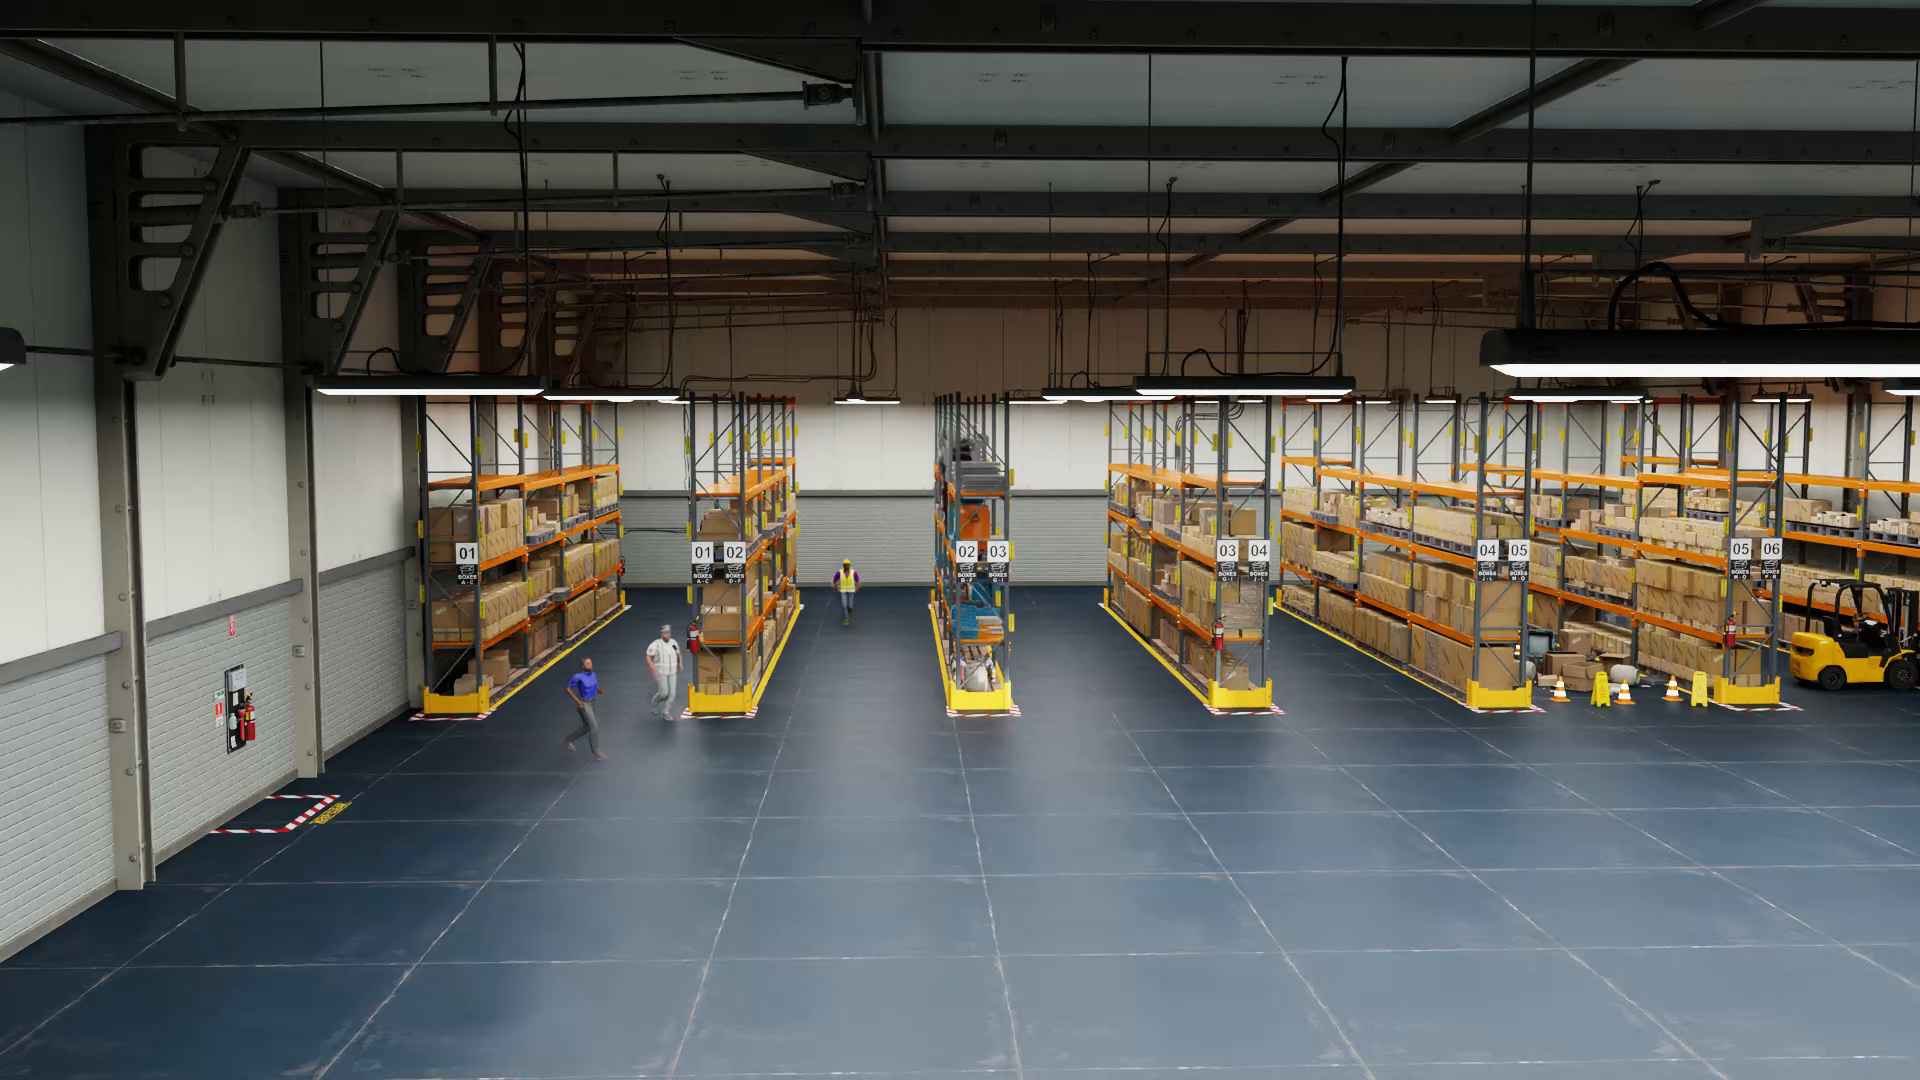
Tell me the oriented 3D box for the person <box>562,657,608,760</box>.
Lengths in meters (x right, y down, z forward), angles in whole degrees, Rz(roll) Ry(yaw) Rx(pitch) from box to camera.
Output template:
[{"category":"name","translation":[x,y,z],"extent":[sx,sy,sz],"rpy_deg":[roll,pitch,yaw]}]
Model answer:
[{"category":"person","translation":[-6.110,2.731,27.136],"extent":[0.843,1.671,0.569],"rpy_deg":[2,5,22]}]

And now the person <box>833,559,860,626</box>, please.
[{"category":"person","translation":[-2.983,1.370,43.708],"extent":[0.701,1.732,0.680],"rpy_deg":[-1,5,-7]}]

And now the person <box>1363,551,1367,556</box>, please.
[{"category":"person","translation":[11.344,1.162,46.454],"extent":[0.555,1.714,0.806],"rpy_deg":[-1,5,-10]}]

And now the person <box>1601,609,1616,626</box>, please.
[{"category":"person","translation":[16.688,1.473,42.768],"extent":[0.592,1.646,0.633],"rpy_deg":[-1,5,-7]}]

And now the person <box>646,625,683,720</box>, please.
[{"category":"person","translation":[-5.394,2.415,30.498],"extent":[0.678,1.754,0.598],"rpy_deg":[-4,6,-39]}]
